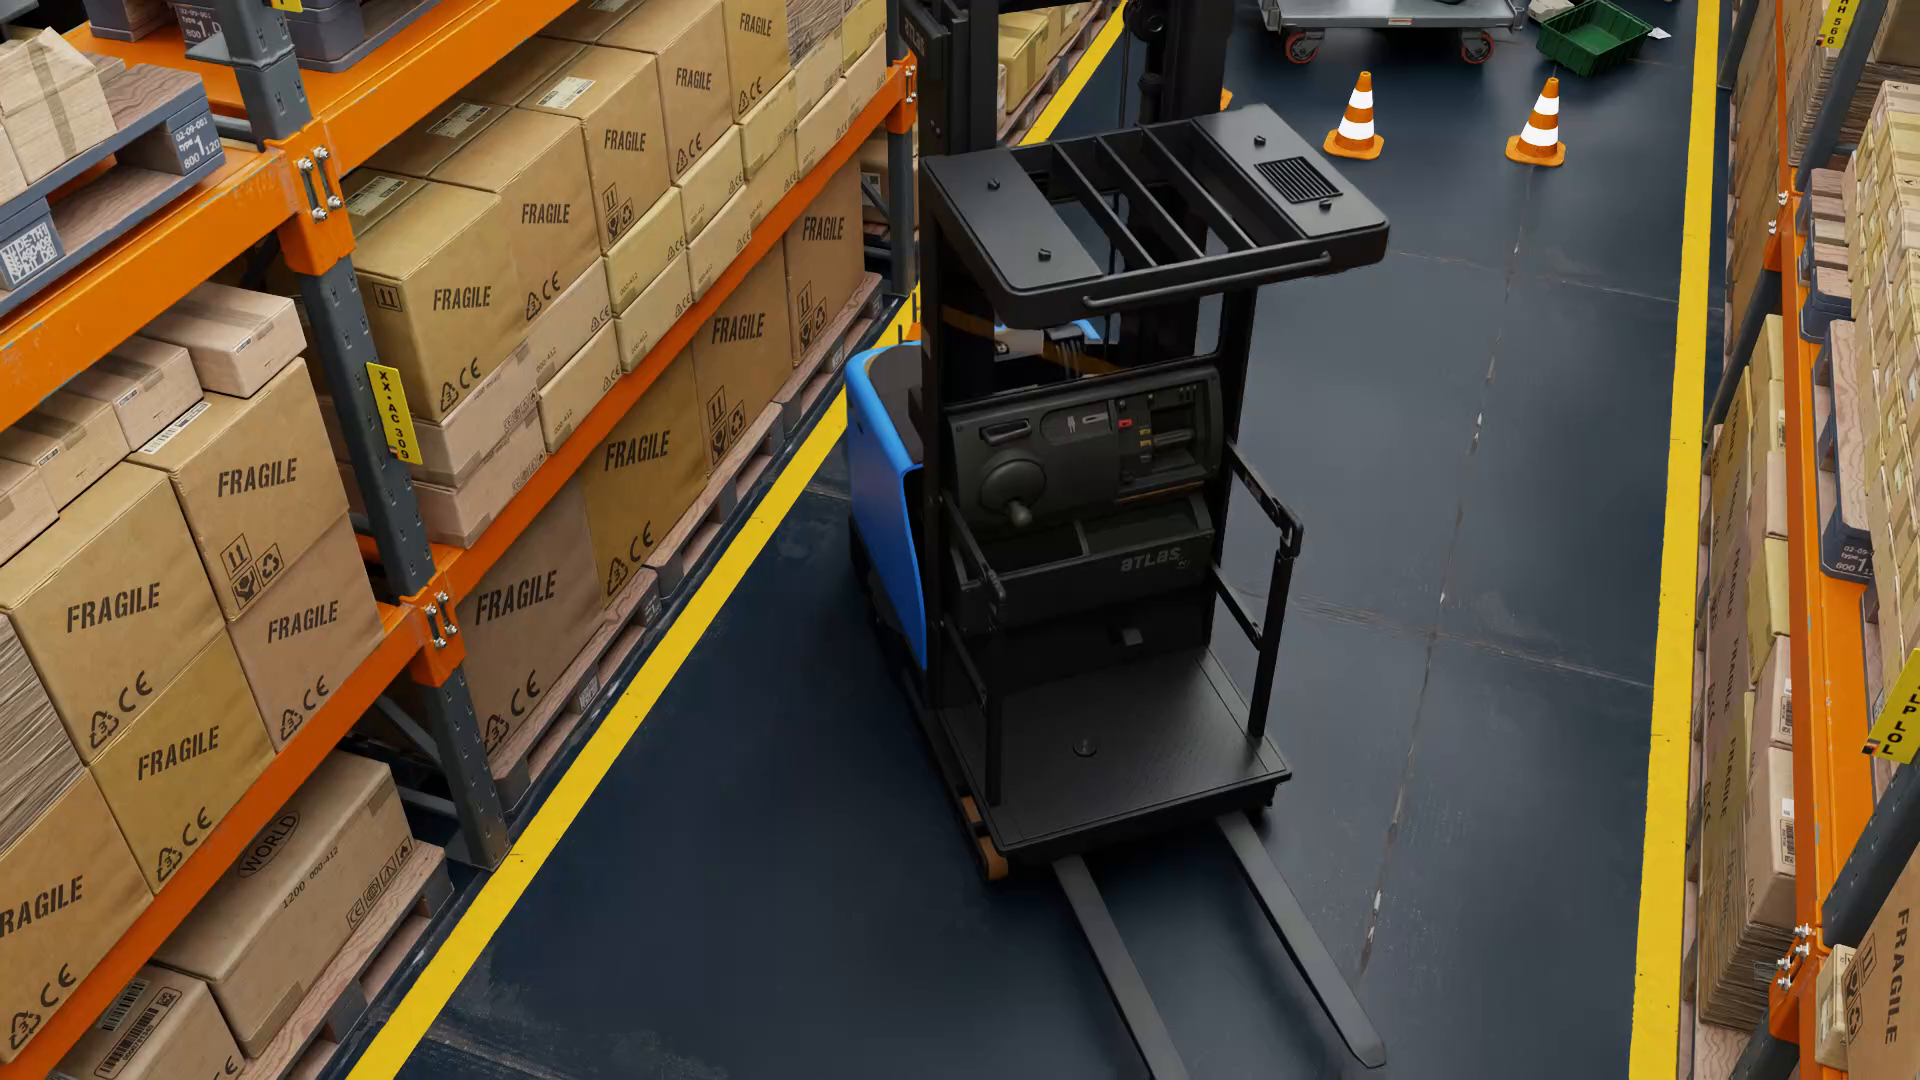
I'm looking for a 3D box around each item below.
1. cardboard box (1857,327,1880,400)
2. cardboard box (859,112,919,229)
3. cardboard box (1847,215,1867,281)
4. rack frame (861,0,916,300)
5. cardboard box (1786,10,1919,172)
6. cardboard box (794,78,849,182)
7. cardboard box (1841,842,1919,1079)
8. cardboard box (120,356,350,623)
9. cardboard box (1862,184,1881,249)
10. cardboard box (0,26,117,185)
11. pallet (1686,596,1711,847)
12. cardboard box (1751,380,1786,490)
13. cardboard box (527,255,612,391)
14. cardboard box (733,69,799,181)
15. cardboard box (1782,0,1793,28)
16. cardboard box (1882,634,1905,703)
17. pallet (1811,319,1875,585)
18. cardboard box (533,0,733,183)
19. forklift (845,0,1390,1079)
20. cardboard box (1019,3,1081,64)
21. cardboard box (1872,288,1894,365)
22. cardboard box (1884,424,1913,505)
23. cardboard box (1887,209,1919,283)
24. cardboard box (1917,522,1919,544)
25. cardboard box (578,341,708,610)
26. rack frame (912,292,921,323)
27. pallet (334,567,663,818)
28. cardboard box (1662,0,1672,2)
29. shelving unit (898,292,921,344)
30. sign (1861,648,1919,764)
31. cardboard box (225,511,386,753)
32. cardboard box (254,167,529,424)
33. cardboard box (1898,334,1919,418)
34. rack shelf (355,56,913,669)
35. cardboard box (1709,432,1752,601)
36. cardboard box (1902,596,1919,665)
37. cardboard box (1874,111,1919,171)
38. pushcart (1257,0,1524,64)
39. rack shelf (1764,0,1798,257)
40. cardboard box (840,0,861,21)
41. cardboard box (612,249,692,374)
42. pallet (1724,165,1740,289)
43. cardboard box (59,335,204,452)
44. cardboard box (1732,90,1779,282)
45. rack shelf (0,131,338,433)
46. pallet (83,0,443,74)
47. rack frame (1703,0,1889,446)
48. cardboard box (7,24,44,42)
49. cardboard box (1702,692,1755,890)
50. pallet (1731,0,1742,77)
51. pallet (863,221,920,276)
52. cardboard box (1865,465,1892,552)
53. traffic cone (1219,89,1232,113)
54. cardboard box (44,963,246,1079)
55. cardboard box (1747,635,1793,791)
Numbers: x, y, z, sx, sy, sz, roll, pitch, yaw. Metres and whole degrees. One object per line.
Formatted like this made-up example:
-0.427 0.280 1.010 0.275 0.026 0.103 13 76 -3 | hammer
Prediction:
3.168 -0.541 5.442 0.380 0.149 0.250 14 42 16 | cardboard box
-0.522 -2.053 9.046 0.950 0.372 0.625 11 42 12 | cardboard box
3.436 -1.021 6.006 0.380 0.149 0.250 15 43 17 | cardboard box
-0.724 -2.551 7.928 1.000 3.000 0.127 13 42 15 | rack frame
3.864 -1.886 7.072 0.500 0.500 0.500 13 42 15 | cardboard box
-0.813 -1.812 7.179 0.500 0.250 0.500 14 42 16 | cardboard box
2.188 1.021 3.436 0.500 0.500 0.500 13 42 14 | cardboard box
-1.994 -0.180 4.303 0.500 0.500 0.500 13 42 15 | cardboard box
3.429 -1.111 5.882 0.380 0.149 0.250 12 42 14 | cardboard box
-2.010 -0.938 3.430 0.396 0.266 0.258 15 43 16 | cardboard box
3.274 0.765 6.191 1.003 0.211 1.213 13 42 15 | pallet
3.325 -0.332 6.352 0.500 0.250 0.500 13 42 15 | cardboard box
-1.525 -0.774 5.577 0.500 0.250 0.500 14 42 16 | cardboard box
-0.979 -1.702 6.664 0.500 0.250 0.500 12 42 14 | cardboard box
4.378 -2.808 8.153 0.500 0.500 0.500 14 42 16 | cardboard box
2.632 0.417 4.320 0.380 0.149 0.250 14 42 15 | cardboard box
3.323 -0.224 5.349 1.003 0.211 1.213 13 42 15 | pallet
-1.179 -1.672 6.052 0.500 0.500 0.500 13 42 14 | cardboard box
0.492 -0.218 5.247 1.130 2.935 3.031 -12 42 -14 | forklift
0.224 -3.391 10.614 0.950 0.372 0.625 16 43 18 | cardboard box
3.169 -0.655 5.347 0.380 0.149 0.250 13 42 15 | cardboard box
2.901 -0.176 4.785 0.380 0.149 0.250 11 42 13 | cardboard box
3.263 -0.925 5.435 0.380 0.149 0.250 15 43 17 | cardboard box
2.729 0.026 4.320 0.380 0.149 0.250 12 42 14 | cardboard box
-1.654 -0.411 6.734 0.875 0.875 0.875 14 43 16 | cardboard box
-0.098 -0.601 7.145 0.200 1.050 0.008 8 41 9 | rack frame
-1.899 0.463 6.545 1.003 0.211 1.213 13 42 15 | pallet
4.896 -4.178 11.760 0.500 0.500 0.500 21 45 22 | cardboard box
-0.124 -0.523 7.055 0.215 1.050 0.252 8 41 9 | shelving unit
2.071 0.365 3.619 0.100 0.325 0.005 13 42 15 | sign
-2.011 0.191 4.638 0.500 0.500 0.500 14 42 15 | cardboard box
-1.671 -0.734 4.952 0.500 0.500 0.500 14 42 16 | cardboard box
2.994 -0.447 4.875 0.380 0.149 0.250 11 42 13 | cardboard box
-1.408 -1.057 6.732 1.077 0.370 4.000 13 42 15 | rack shelf
3.312 -0.040 6.588 0.500 0.500 0.500 14 42 16 | cardboard box
2.634 0.301 4.227 0.380 0.149 0.250 14 42 15 | cardboard box
3.532 -1.401 5.992 0.380 0.149 0.250 12 42 14 | cardboard box
2.803 -3.517 11.082 1.648 0.377 0.936 0 40 0 | pushcart
4.646 -2.460 8.376 1.077 0.370 4.000 13 42 15 | rack shelf
-0.655 -2.596 7.134 0.500 0.500 0.500 12 42 14 | cardboard box
-1.328 -0.889 6.096 0.500 0.250 0.500 13 42 15 | cardboard box
4.721 -1.658 9.031 1.003 0.211 1.213 13 42 15 | pallet
-2.091 -0.381 4.038 0.380 0.149 0.250 14 43 16 | cardboard box
4.550 -1.703 8.345 1.050 0.750 0.750 14 42 16 | cardboard box
-2.776 0.241 2.899 1.077 0.370 4.000 13 42 15 | rack shelf
-1.825 -1.749 4.826 0.805 0.209 1.217 12 42 13 | pallet
3.962 -1.514 6.713 1.000 3.000 0.127 13 42 15 | rack frame
-5.321 -2.748 9.263 0.380 0.149 0.250 11 42 13 | cardboard box
2.786 0.897 5.490 0.500 0.500 0.500 12 42 14 | cardboard box
5.663 -3.339 11.001 1.003 0.211 1.213 13 42 15 | pallet
-0.456 -1.966 9.392 1.003 0.211 1.213 13 42 15 | pallet
2.895 -0.058 4.877 0.380 0.149 0.250 12 42 13 | cardboard box
1.535 -2.958 10.361 0.336 0.463 0.334 13 42 15 | traffic cone
-2.713 1.609 4.703 0.875 0.438 0.875 12 42 14 | cardboard box
2.799 0.611 5.247 0.500 0.250 0.500 15 43 17 | cardboard box
